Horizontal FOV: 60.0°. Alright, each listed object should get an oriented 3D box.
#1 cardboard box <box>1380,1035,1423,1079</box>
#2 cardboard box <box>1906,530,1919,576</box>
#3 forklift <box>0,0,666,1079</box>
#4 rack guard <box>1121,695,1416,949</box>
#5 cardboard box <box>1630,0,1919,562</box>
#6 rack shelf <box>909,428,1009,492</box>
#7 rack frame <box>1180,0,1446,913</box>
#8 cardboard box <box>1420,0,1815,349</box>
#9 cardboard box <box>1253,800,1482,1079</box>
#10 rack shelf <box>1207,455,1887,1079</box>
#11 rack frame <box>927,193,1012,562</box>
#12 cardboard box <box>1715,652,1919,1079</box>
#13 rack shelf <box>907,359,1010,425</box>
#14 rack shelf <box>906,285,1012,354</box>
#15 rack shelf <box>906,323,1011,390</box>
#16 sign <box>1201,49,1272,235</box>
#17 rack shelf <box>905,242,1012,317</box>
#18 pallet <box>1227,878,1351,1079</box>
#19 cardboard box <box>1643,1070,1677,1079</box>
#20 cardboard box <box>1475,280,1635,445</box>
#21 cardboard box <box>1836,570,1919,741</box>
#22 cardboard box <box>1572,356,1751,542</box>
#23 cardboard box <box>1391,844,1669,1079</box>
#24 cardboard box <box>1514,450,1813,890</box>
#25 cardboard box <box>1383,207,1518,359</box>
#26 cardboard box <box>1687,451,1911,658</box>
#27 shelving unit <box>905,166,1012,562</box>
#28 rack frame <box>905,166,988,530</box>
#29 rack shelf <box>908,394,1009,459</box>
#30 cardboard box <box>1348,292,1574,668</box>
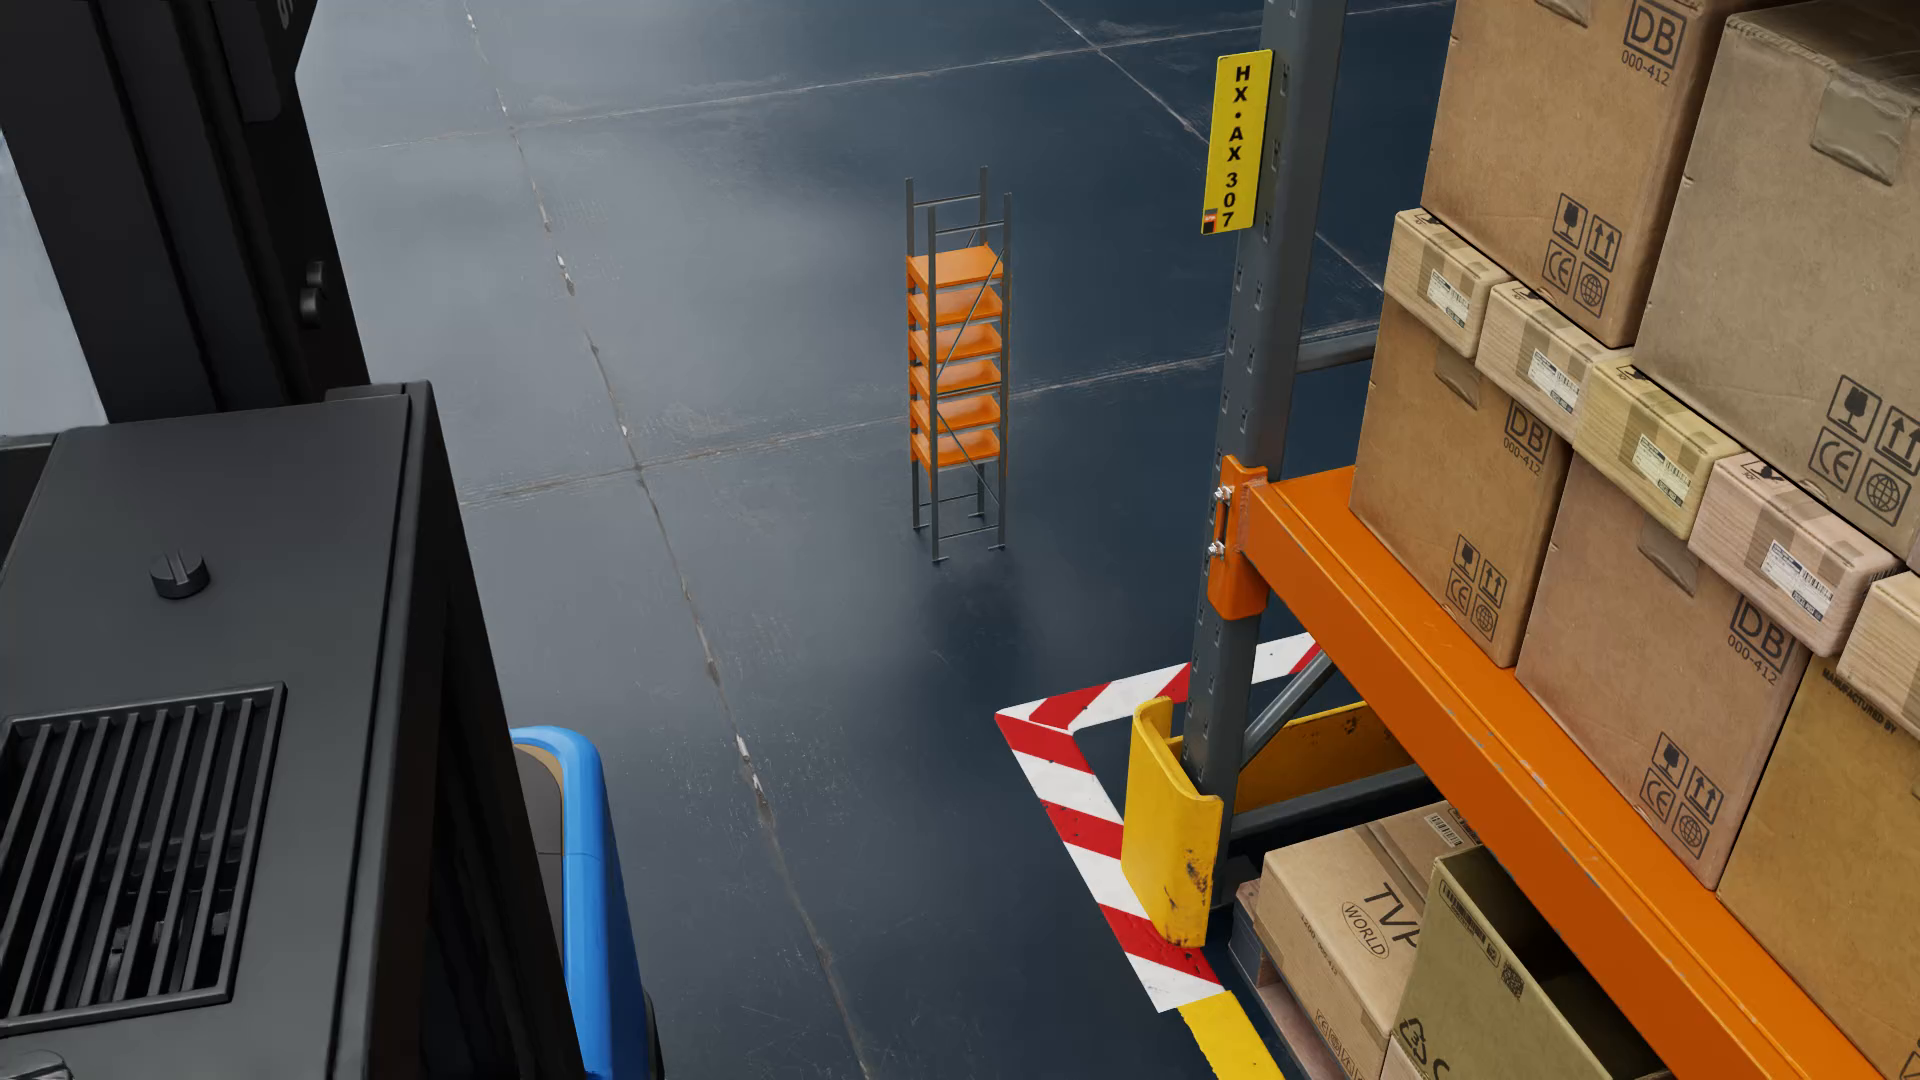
[{"bbox_3d":[1.152,1.143,3.176,0.500,0.250,0.500,-12,39,-16],"label":"cardboard box"},{"bbox_3d":[1.528,-0.100,1.728,0.700,0.500,0.500,-12,39,-16],"label":"cardboard box"},{"bbox_3d":[-0.876,0.940,1.566,1.130,2.935,3.031,-7,38,-9],"label":"forklift"},{"bbox_3d":[0.993,0.567,4.082,1.175,0.500,0.348,-12,39,-16],"label":"rack guard"},{"bbox_3d":[1.354,-0.384,2.106,0.700,0.500,0.500,-13,39,-17],"label":"cardboard box"},{"bbox_3d":[-0.005,-0.260,5.071,0.258,0.103,0.180,-12,39,-16],"label":"rack shelf"},{"bbox_3d":[1.001,-0.418,3.312,1.000,3.000,0.127,-12,39,-16],"label":"rack frame"},{"bbox_3d":[1.168,-0.680,2.499,0.700,0.500,0.500,-12,39,-16],"label":"cardboard box"},{"bbox_3d":[0.977,0.861,3.550,0.500,0.250,0.500,-12,39,-16],"label":"cardboard box"},{"bbox_3d":[1.689,0.999,2.029,1.077,0.370,4.000,-12,39,-16],"label":"rack shelf"},{"bbox_3d":[0.027,-0.436,4.831,0.240,1.200,0.006,-12,39,-16],"label":"rack frame"},{"bbox_3d":[1.500,0.385,2.162,0.700,0.500,0.500,-12,39,-16],"label":"cardboard box"},{"bbox_3d":[-0.005,-0.452,4.927,0.258,0.103,0.180,-12,39,-16],"label":"rack shelf"},{"bbox_3d":[-0.005,-0.644,4.782,0.258,0.103,0.180,-12,39,-16],"label":"rack shelf"},{"bbox_3d":[-0.005,-0.548,4.854,0.258,0.103,0.180,-12,39,-16],"label":"rack shelf"},{"bbox_3d":[0.478,-0.684,2.880,0.100,0.325,0.005,-12,39,-16],"label":"sign"},{"bbox_3d":[-0.005,-0.739,4.710,0.258,0.103,0.180,-12,39,-16],"label":"rack shelf"},{"bbox_3d":[1.303,1.119,3.589,1.003,0.211,1.213,-12,39,-16],"label":"pallet"},{"bbox_3d":[1.335,1.124,2.578,0.500,0.500,0.500,-12,39,-16],"label":"cardboard box"},{"bbox_3d":[1.027,-0.303,2.536,0.380,0.149,0.250,-13,39,-17],"label":"cardboard box"},{"bbox_3d":[1.291,0.132,1.960,0.380,0.149,0.250,-14,39,-17],"label":"cardboard box"},{"bbox_3d":[1.112,-0.161,2.349,0.380,0.149,0.250,-12,39,-16],"label":"cardboard box"},{"bbox_3d":[1.150,0.844,2.950,0.500,0.500,0.500,-12,39,-16],"label":"cardboard box"},{"bbox_3d":[1.335,0.104,2.536,0.700,0.500,0.500,-11,38,-15],"label":"cardboard box"},{"bbox_3d":[0.934,-0.451,2.734,0.380,0.149,0.250,-13,39,-16],"label":"cardboard box"},{"bbox_3d":[1.196,-0.018,2.159,0.380,0.149,0.250,-13,39,-17],"label":"cardboard box"},{"bbox_3d":[-0.005,-0.487,4.900,0.258,1.200,0.189,-12,39,-16],"label":"shelving unit"},{"bbox_3d":[-0.036,-0.539,4.968,0.240,1.200,0.006,-12,39,-16],"label":"rack frame"},{"bbox_3d":[-0.005,-0.356,4.999,0.258,0.103,0.180,-12,39,-16],"label":"rack shelf"},{"bbox_3d":[1.150,-0.192,2.929,0.700,0.500,0.500,-12,39,-16],"label":"cardboard box"}]
